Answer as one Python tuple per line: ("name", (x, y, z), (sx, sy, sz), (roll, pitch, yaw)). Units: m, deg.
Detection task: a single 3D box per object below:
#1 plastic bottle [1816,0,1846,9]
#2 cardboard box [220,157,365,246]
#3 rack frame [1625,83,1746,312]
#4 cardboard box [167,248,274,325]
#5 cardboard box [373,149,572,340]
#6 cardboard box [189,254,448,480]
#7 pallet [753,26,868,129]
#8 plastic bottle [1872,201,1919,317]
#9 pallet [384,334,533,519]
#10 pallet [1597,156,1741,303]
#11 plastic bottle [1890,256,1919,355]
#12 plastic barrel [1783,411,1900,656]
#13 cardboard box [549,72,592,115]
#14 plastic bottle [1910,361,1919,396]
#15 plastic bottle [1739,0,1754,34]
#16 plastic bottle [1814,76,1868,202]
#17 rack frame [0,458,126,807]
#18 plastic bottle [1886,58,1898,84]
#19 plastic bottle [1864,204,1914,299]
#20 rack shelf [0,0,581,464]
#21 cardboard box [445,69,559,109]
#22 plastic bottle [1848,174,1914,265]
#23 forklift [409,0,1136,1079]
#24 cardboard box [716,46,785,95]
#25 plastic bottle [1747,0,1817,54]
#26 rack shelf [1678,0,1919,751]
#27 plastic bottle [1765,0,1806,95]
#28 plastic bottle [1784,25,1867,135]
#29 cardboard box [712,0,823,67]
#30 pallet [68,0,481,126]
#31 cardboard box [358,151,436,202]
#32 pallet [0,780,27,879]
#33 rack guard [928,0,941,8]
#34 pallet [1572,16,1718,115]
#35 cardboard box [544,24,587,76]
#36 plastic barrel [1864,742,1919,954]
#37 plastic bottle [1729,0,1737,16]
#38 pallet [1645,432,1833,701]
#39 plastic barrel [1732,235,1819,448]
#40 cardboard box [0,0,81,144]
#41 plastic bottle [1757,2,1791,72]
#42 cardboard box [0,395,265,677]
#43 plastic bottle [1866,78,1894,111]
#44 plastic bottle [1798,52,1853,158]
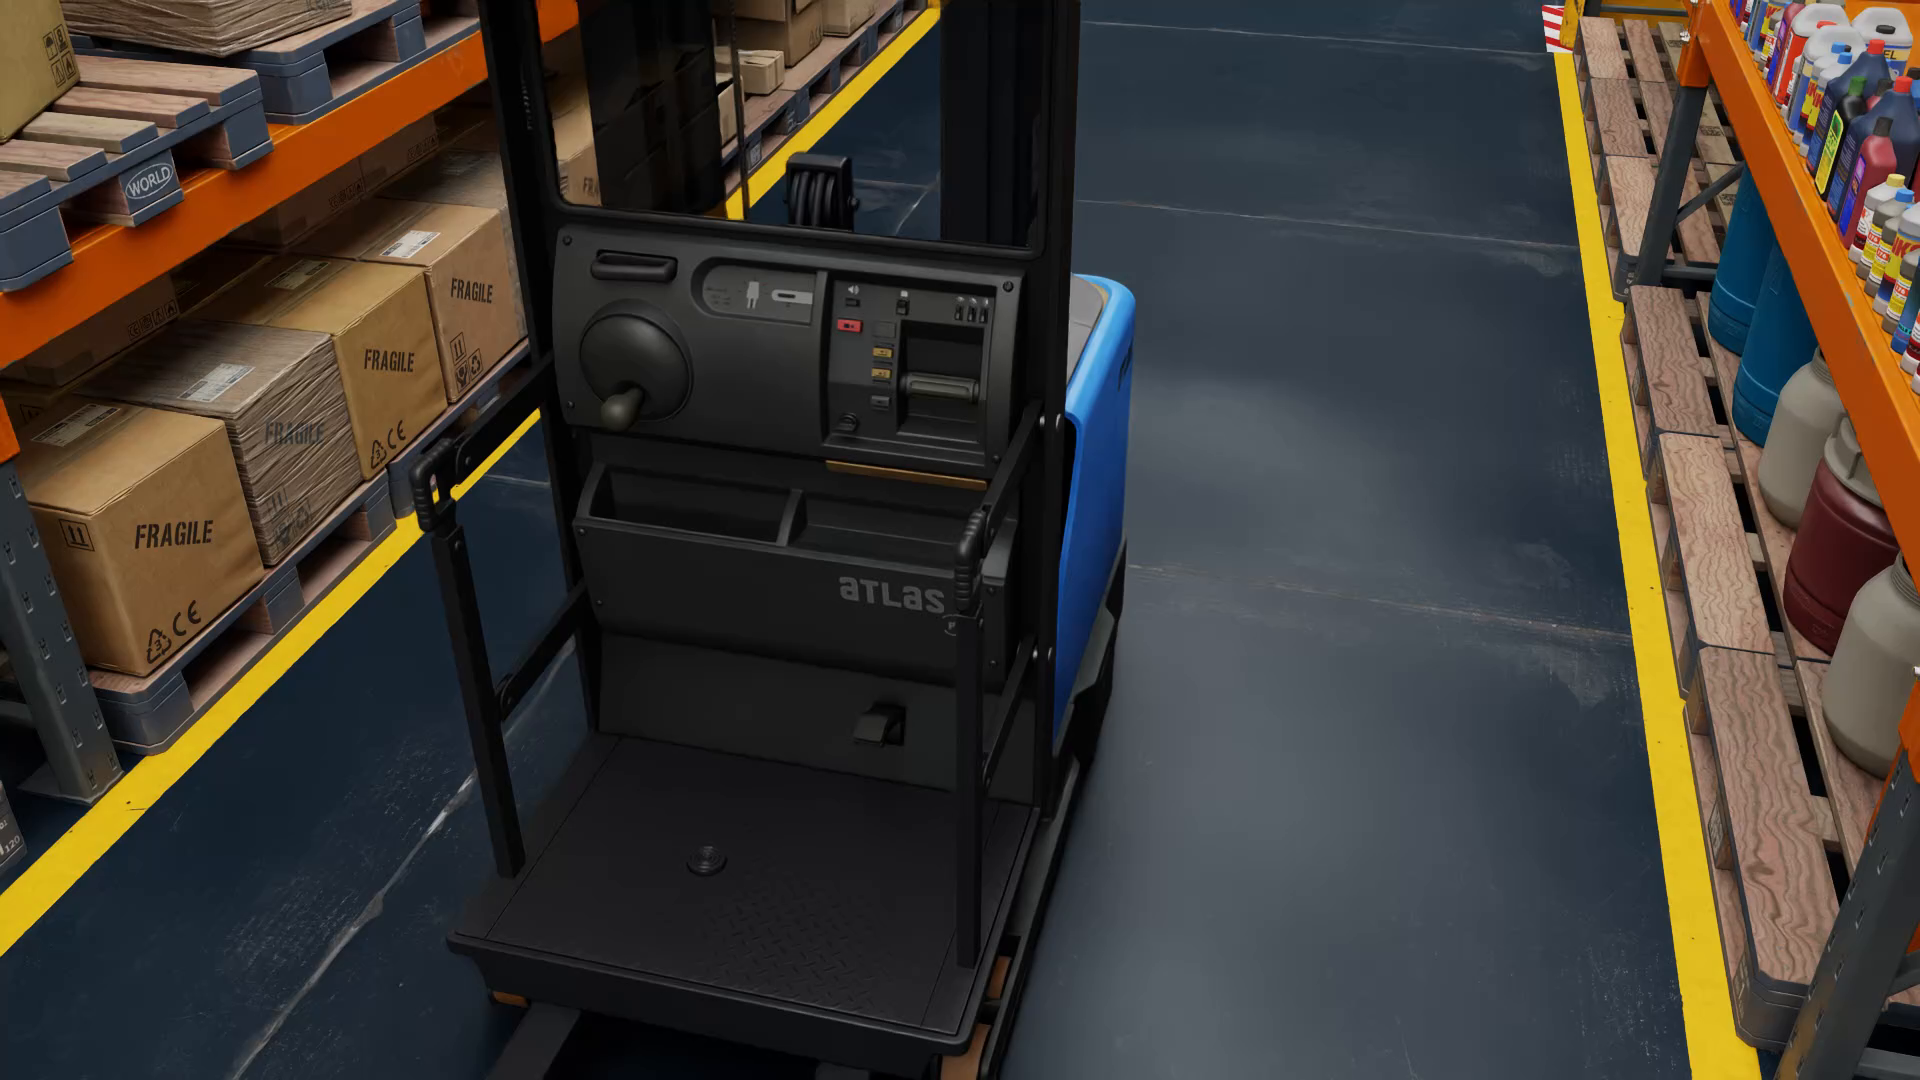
("plastic bottle", (2.698, -1.623, 5.193), (0.097, 0.201, 0.097), (0, 32, 0))
("cardboard box", (-2.378, -1.219, 5.593), (0.500, 0.250, 0.500), (7, 33, 11))
("rack frame", (3.152, -2.093, 5.746), (1.000, 3.000, 0.127), (8, 33, 12))
("cardboard box", (-2.512, -0.610, 5.333), (0.500, 0.500, 0.500), (7, 33, 11))
("cardboard box", (-1.748, -1.089, 6.087), (0.500, 0.500, 0.500), (8, 33, 13))
("cardboard box", (-2.002, -0.553, 5.245), (0.500, 0.500, 0.500), (8, 33, 12))
("pallet", (-1.156, -2.584, 9.117), (1.003, 0.211, 1.213), (8, 33, 12))
("plastic bottle", (2.031, -0.610, 3.533), (0.097, 0.271, 0.097), (0, 32, 0))
("pallet", (-2.116, -0.530, 5.887), (1.003, 0.211, 1.213), (8, 33, 12))
("pallet", (3.301, -1.303, 7.103), (1.003, 0.211, 1.213), (8, 33, 12))
("plastic bottle", (1.982, -0.509, 3.374), (0.097, 0.271, 0.097), (0, 32, 0))
("plastic barrel", (2.531, -0.019, 4.340), (0.600, 0.588, 0.708), (8, 33, 12))
("cardboard box", (-1.487, -1.605, 6.898), (0.500, 0.500, 0.500), (8, 33, 12))
("plastic bottle", (1.932, -0.378, 3.234), (0.097, 0.201, 0.097), (0, 32, 0))
("plastic bottle", (2.601, -1.745, 5.384), (0.097, 0.201, 0.097), (0, 32, 0))
("plastic bottle", (2.197, -0.994, 4.126), (0.061, 0.283, 0.133), (8, 33, 12))
("rack frame", (-2.654, -0.693, 3.545), (1.000, 3.000, 0.127), (8, 33, 12))
("plastic bottle", (2.497, -1.212, 4.546), (0.097, 0.201, 0.097), (0, 32, 0))
("plastic bottle", (2.056, -0.631, 3.632), (0.097, 0.201, 0.097), (0, 32, 0))
("rack shelf", (-2.146, -1.428, 5.370), (1.077, 0.370, 4.000), (8, 33, 12))
("cardboard box", (-1.997, -1.682, 7.020), (0.500, 0.500, 0.500), (7, 33, 10))
("plastic bottle", (2.105, -0.732, 3.791), (0.097, 0.201, 0.097), (0, 32, 0))
("forklift", (-0.395, -0.312, 3.009), (1.130, 2.935, 3.031), (8, 33, 12))
("cardboard box", (-1.113, -2.398, 8.456), (0.380, 0.166, 0.250), (8, 33, 12))
("plastic bottle", (2.573, -1.662, 5.184), (0.152, 0.276, 0.135), (8, 33, 12))
("rack shelf", (2.644, -0.751, 4.306), (1.077, 0.370, 4.000), (8, 33, 12))
("plastic bottle", (2.421, -1.450, 4.844), (0.061, 0.283, 0.133), (8, 33, 12))
("plastic bottle", (2.372, -1.251, 4.538), (0.152, 0.276, 0.135), (8, 33, 12))
("cardboard box", (-1.167, -2.877, 8.896), (0.797, 0.503, 0.637), (8, 33, 12))
("pallet", (-2.165, -1.622, 5.185), (1.003, 0.211, 1.213), (8, 33, 12))
("cardboard box", (-2.256, -1.145, 6.176), (0.500, 0.500, 0.500), (8, 33, 13))
("pallet", (-2.900, 0.905, 3.629), (1.003, 0.211, 1.213), (8, 33, 12))
("rack guard", (-0.643, -3.750, 10.684), (1.175, 0.500, 0.348), (8, 33, 12))
("pallet", (3.920, -2.569, 9.094), (1.003, 0.211, 1.213), (8, 33, 12))
("cardboard box", (-1.768, -2.234, 7.888), (0.500, 0.500, 0.500), (8, 33, 12))
("plastic barrel", (2.244, 0.465, 3.353), (0.600, 0.830, 0.708), (8, 33, 12))
("plastic bottle", (2.646, -1.911, 5.569), (0.061, 0.283, 0.133), (8, 33, 12))
("pallet", (2.608, 0.114, 4.874), (1.003, 0.211, 1.213), (8, 33, 12))
("plastic barrel", (2.818, -0.737, 5.178), (0.600, 0.901, 0.708), (8, 33, 12))
("cardboard box", (-2.603, -1.255, 3.943), (0.700, 0.500, 0.500), (-3, 33, -4))
("plastic bottle", (2.492, -1.524, 5.036), (0.097, 0.201, 0.097), (0, 32, 0))
("cardboard box", (-2.262, -0.021, 4.408), (0.500, 0.500, 0.500), (9, 34, 14))
("plastic bottle", (2.256, -0.986, 4.113), (0.061, 0.283, 0.133), (8, 33, 12))
("plastic bottle", (2.291, -1.142, 4.371), (0.097, 0.271, 0.097), (0, 32, 0))
